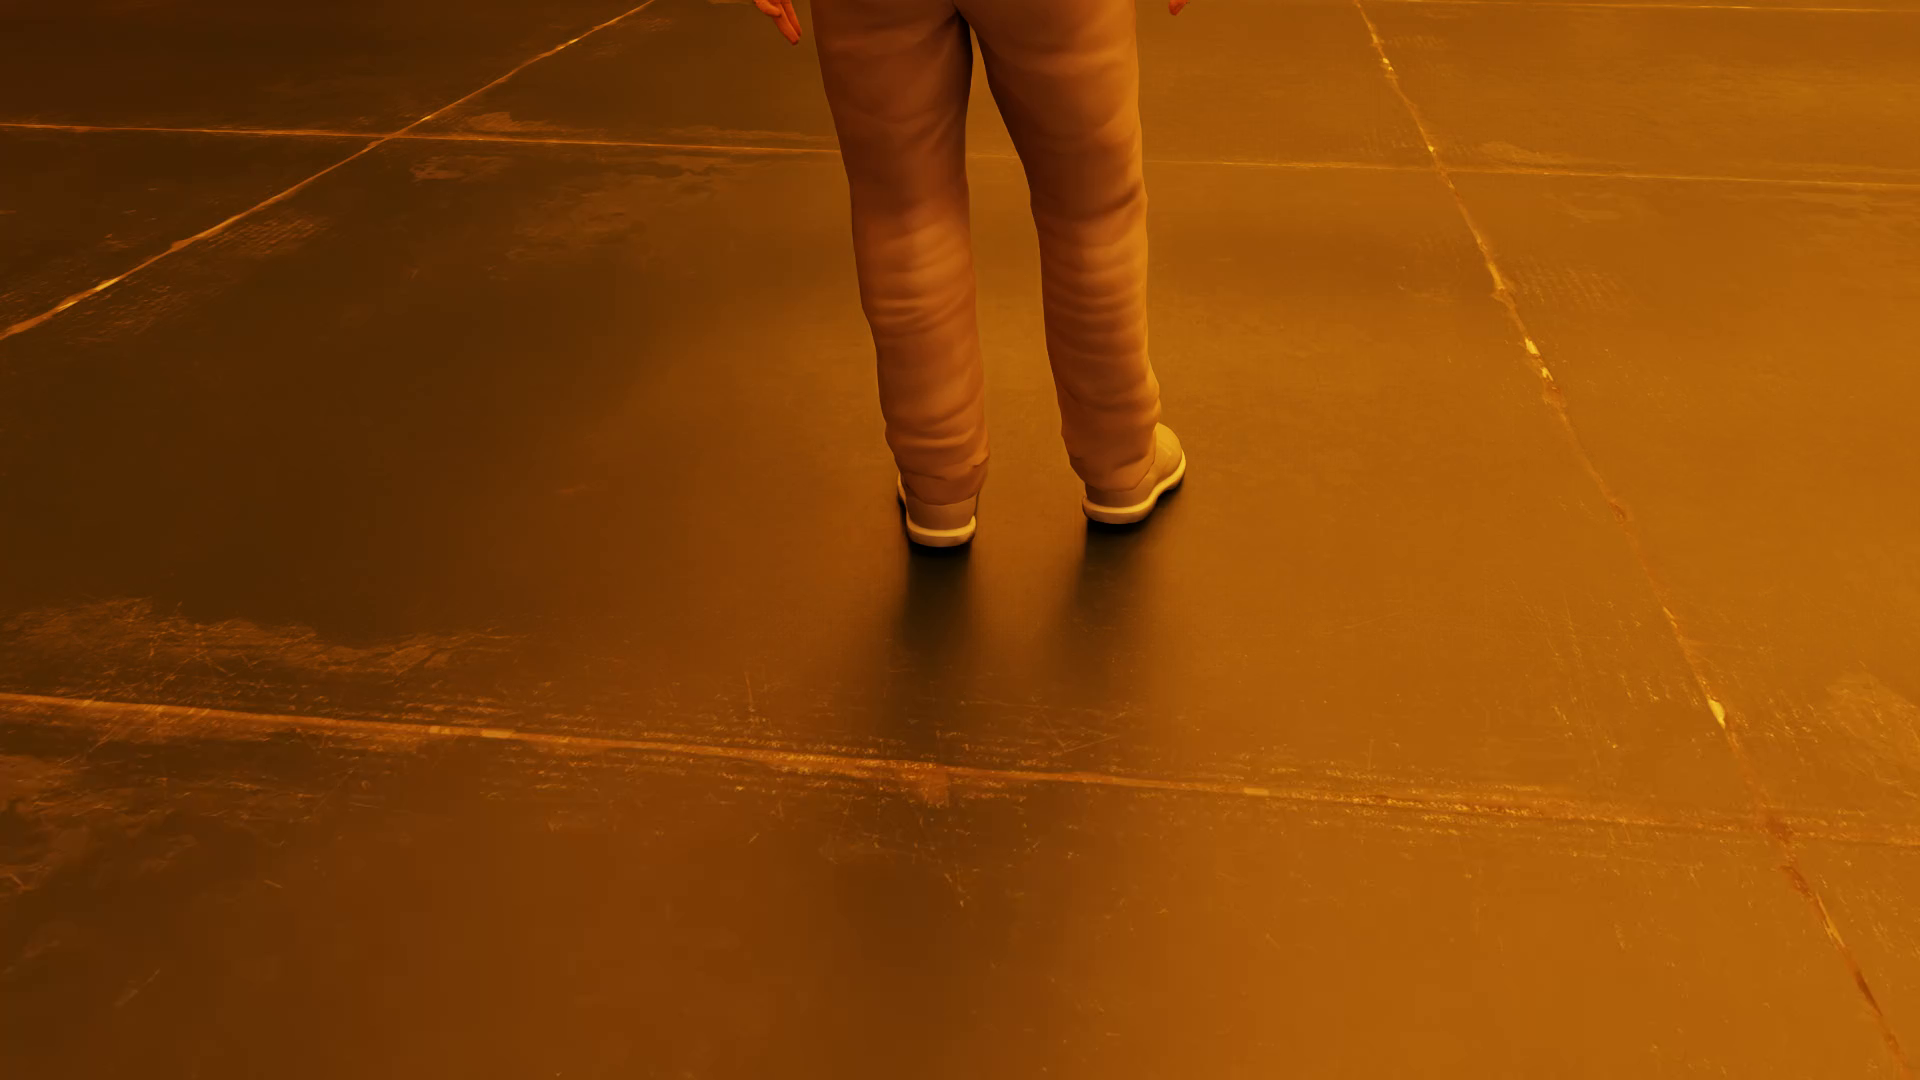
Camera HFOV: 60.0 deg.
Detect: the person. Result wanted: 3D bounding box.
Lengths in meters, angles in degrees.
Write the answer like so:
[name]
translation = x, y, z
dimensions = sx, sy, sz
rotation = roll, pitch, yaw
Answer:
[person]
translation = 0.024, -0.819, 2.189
dimensions = 0.640, 1.727, 0.551
rotation = 3, 27, 7
